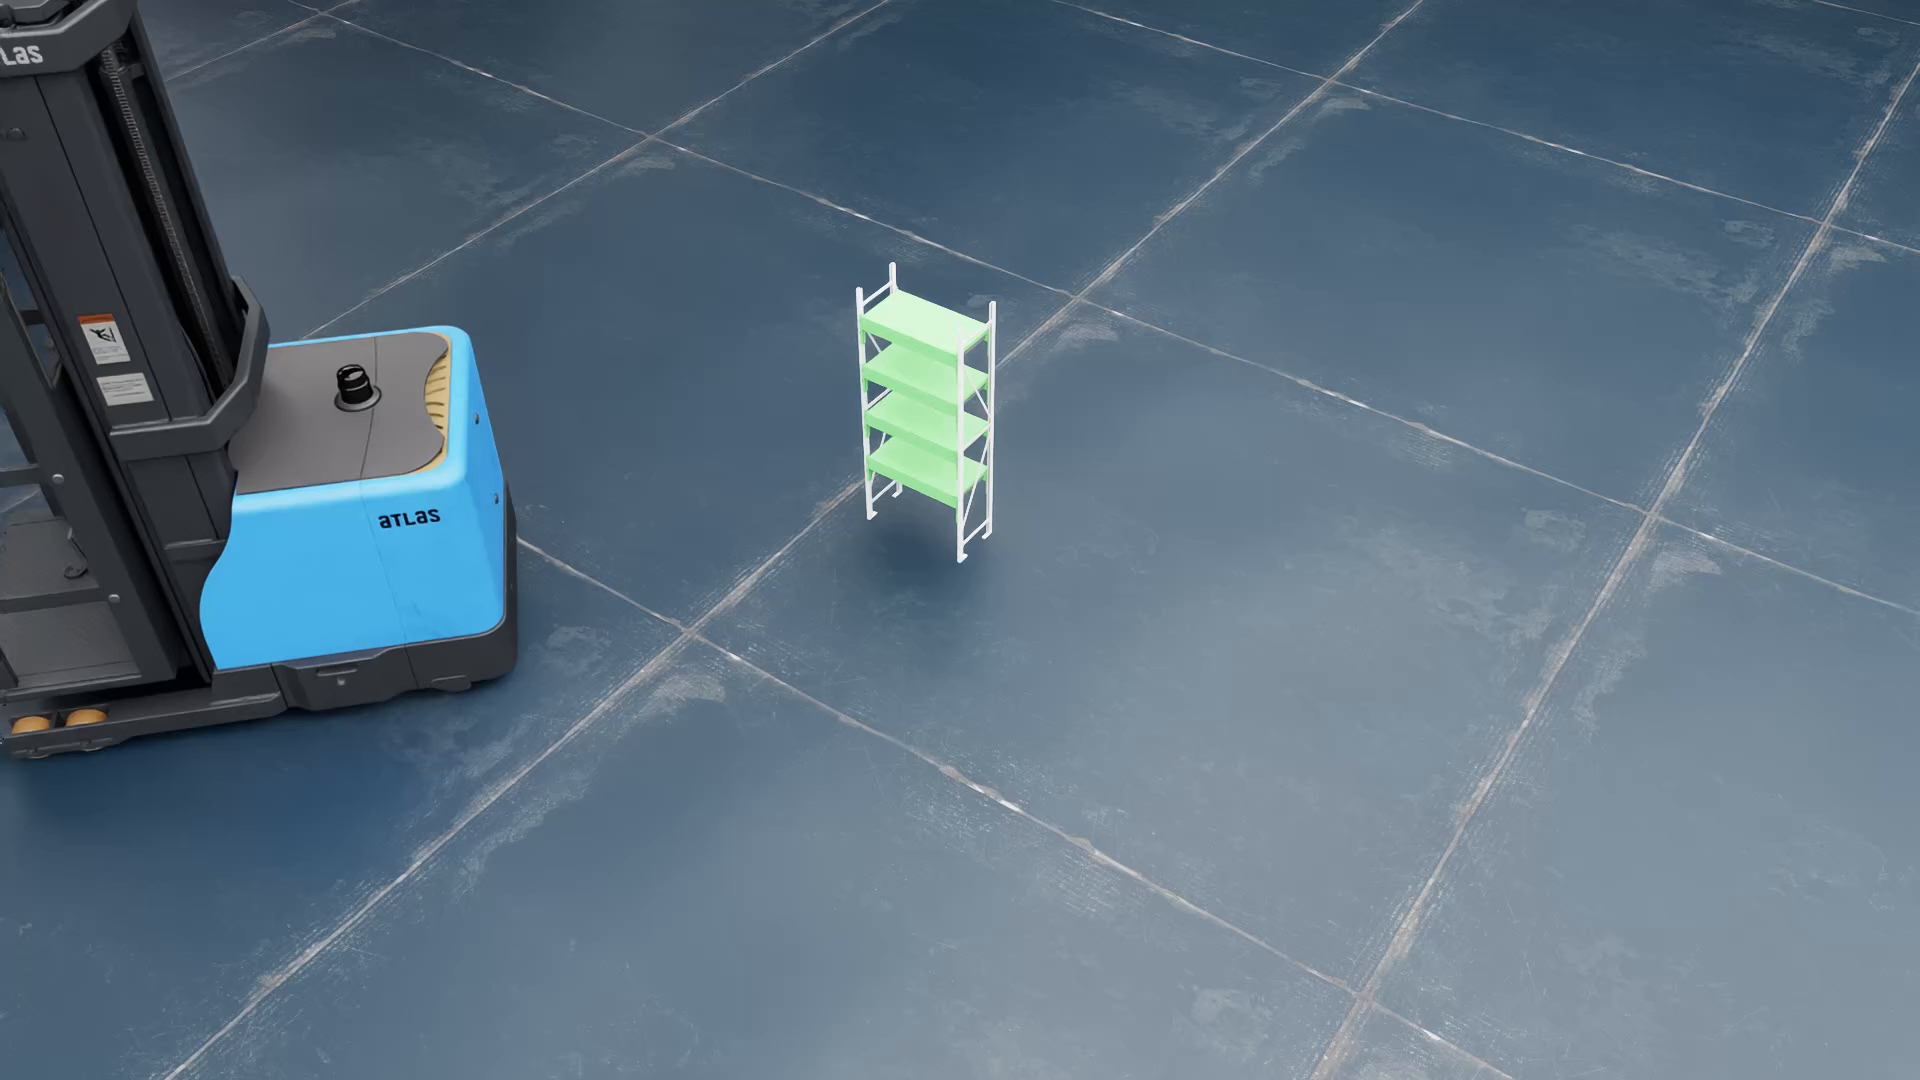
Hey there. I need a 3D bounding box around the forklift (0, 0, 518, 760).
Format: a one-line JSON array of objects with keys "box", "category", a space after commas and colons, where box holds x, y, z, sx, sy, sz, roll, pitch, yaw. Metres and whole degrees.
[{"box": [-3.331, -0.647, 5.775, 3.031, 2.935, 1.130, -8, 42, -9], "category": "forklift"}]

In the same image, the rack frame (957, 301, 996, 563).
[{"box": [0.064, -0.417, 6.816, 0.015, 1.200, 0.240, 25, 48, 25], "category": "rack frame"}]

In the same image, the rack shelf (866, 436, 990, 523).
[{"box": [-0.136, -0.284, 7.123, 0.480, 0.148, 0.258, 25, 48, 25], "category": "rack shelf"}]

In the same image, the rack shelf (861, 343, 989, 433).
[{"box": [-0.136, -0.642, 6.803, 0.480, 0.148, 0.258, 25, 48, 25], "category": "rack shelf"}]

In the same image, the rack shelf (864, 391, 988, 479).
[{"box": [-0.136, -0.463, 6.963, 0.480, 0.148, 0.258, 25, 48, 25], "category": "rack shelf"}]

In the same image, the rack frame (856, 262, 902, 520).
[{"box": [-0.335, -0.604, 7.025, 0.015, 1.200, 0.240, 25, 48, 25], "category": "rack frame"}]

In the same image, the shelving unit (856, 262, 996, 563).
[{"box": [-0.136, -0.511, 6.921, 0.503, 1.200, 0.258, 25, 48, 25], "category": "shelving unit"}]

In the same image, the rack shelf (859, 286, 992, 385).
[{"box": [-0.136, -0.821, 6.643, 0.480, 0.148, 0.258, 25, 48, 25], "category": "rack shelf"}]
